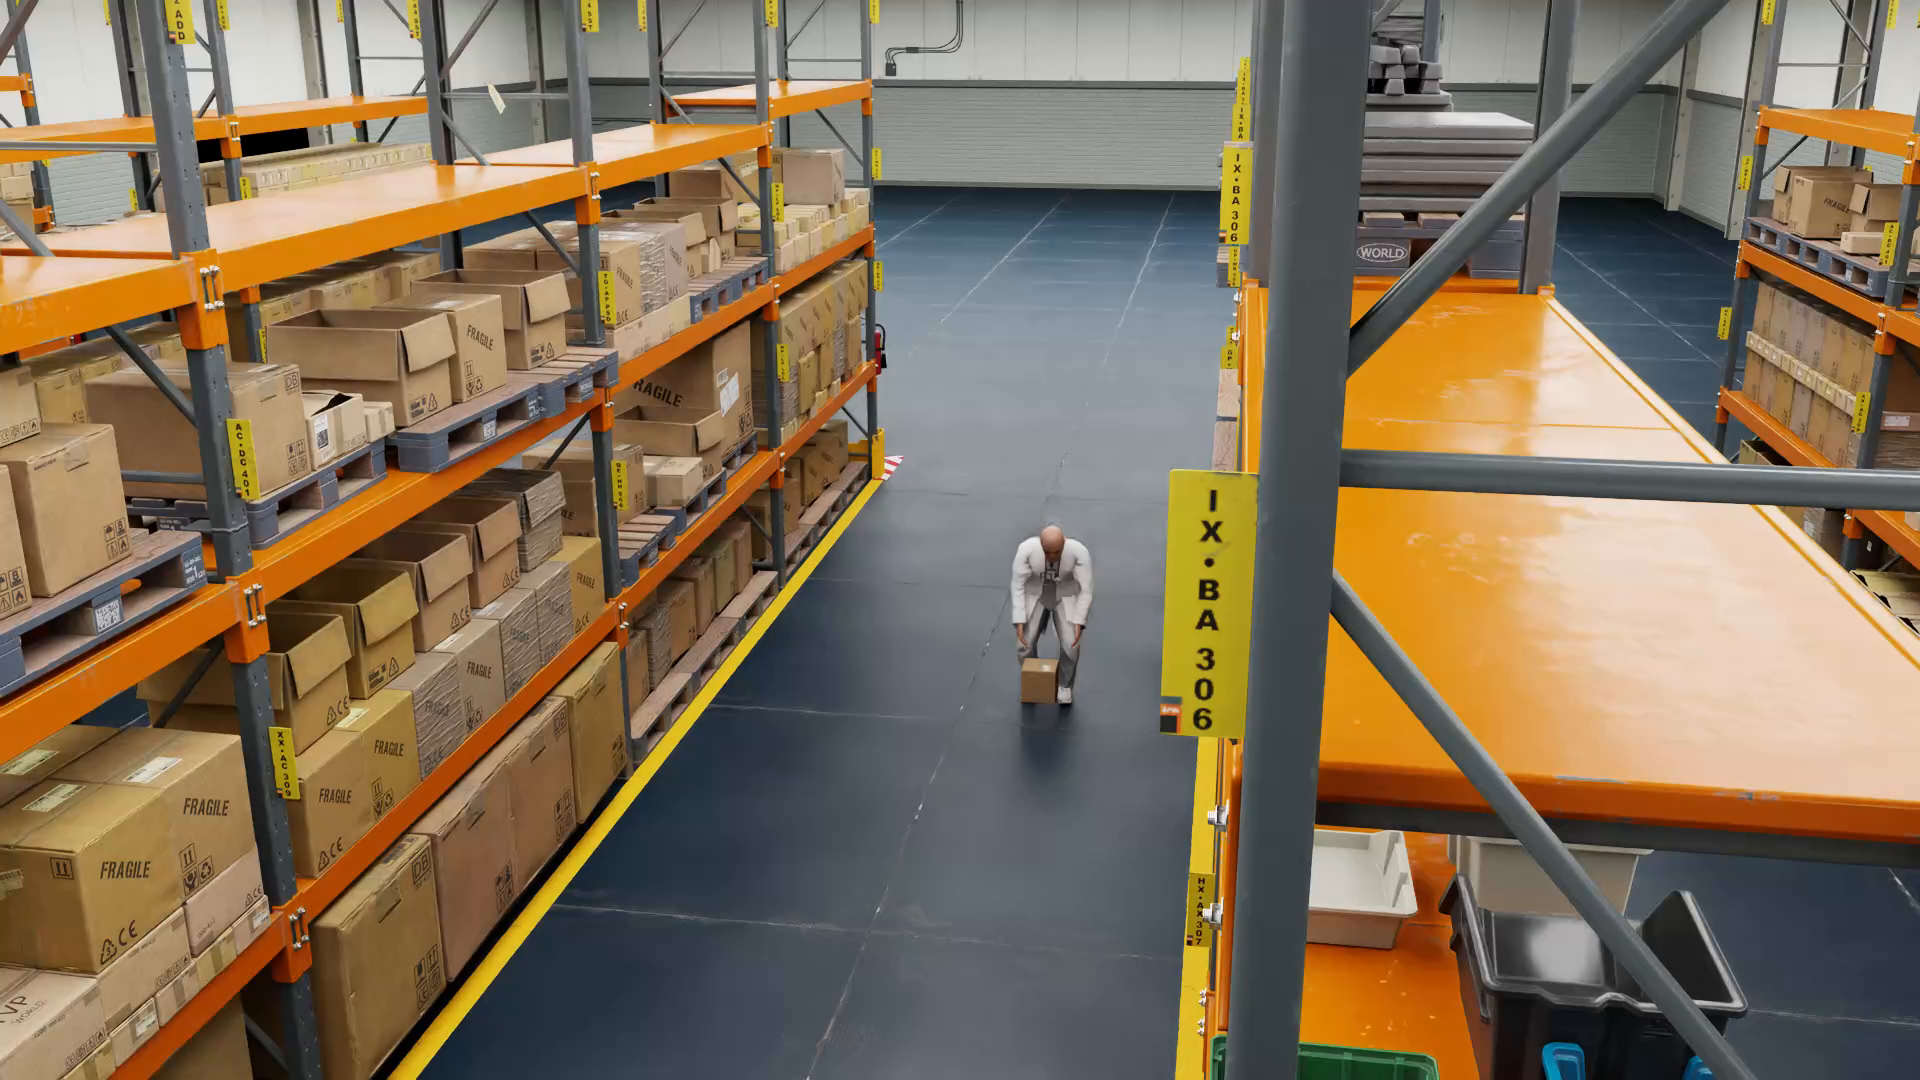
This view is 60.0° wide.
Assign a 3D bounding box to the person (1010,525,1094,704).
[{"bbox_3d":[0.699,0.517,12.492,0.630,1.454,0.700,3,18,9],"label":"person"}]
